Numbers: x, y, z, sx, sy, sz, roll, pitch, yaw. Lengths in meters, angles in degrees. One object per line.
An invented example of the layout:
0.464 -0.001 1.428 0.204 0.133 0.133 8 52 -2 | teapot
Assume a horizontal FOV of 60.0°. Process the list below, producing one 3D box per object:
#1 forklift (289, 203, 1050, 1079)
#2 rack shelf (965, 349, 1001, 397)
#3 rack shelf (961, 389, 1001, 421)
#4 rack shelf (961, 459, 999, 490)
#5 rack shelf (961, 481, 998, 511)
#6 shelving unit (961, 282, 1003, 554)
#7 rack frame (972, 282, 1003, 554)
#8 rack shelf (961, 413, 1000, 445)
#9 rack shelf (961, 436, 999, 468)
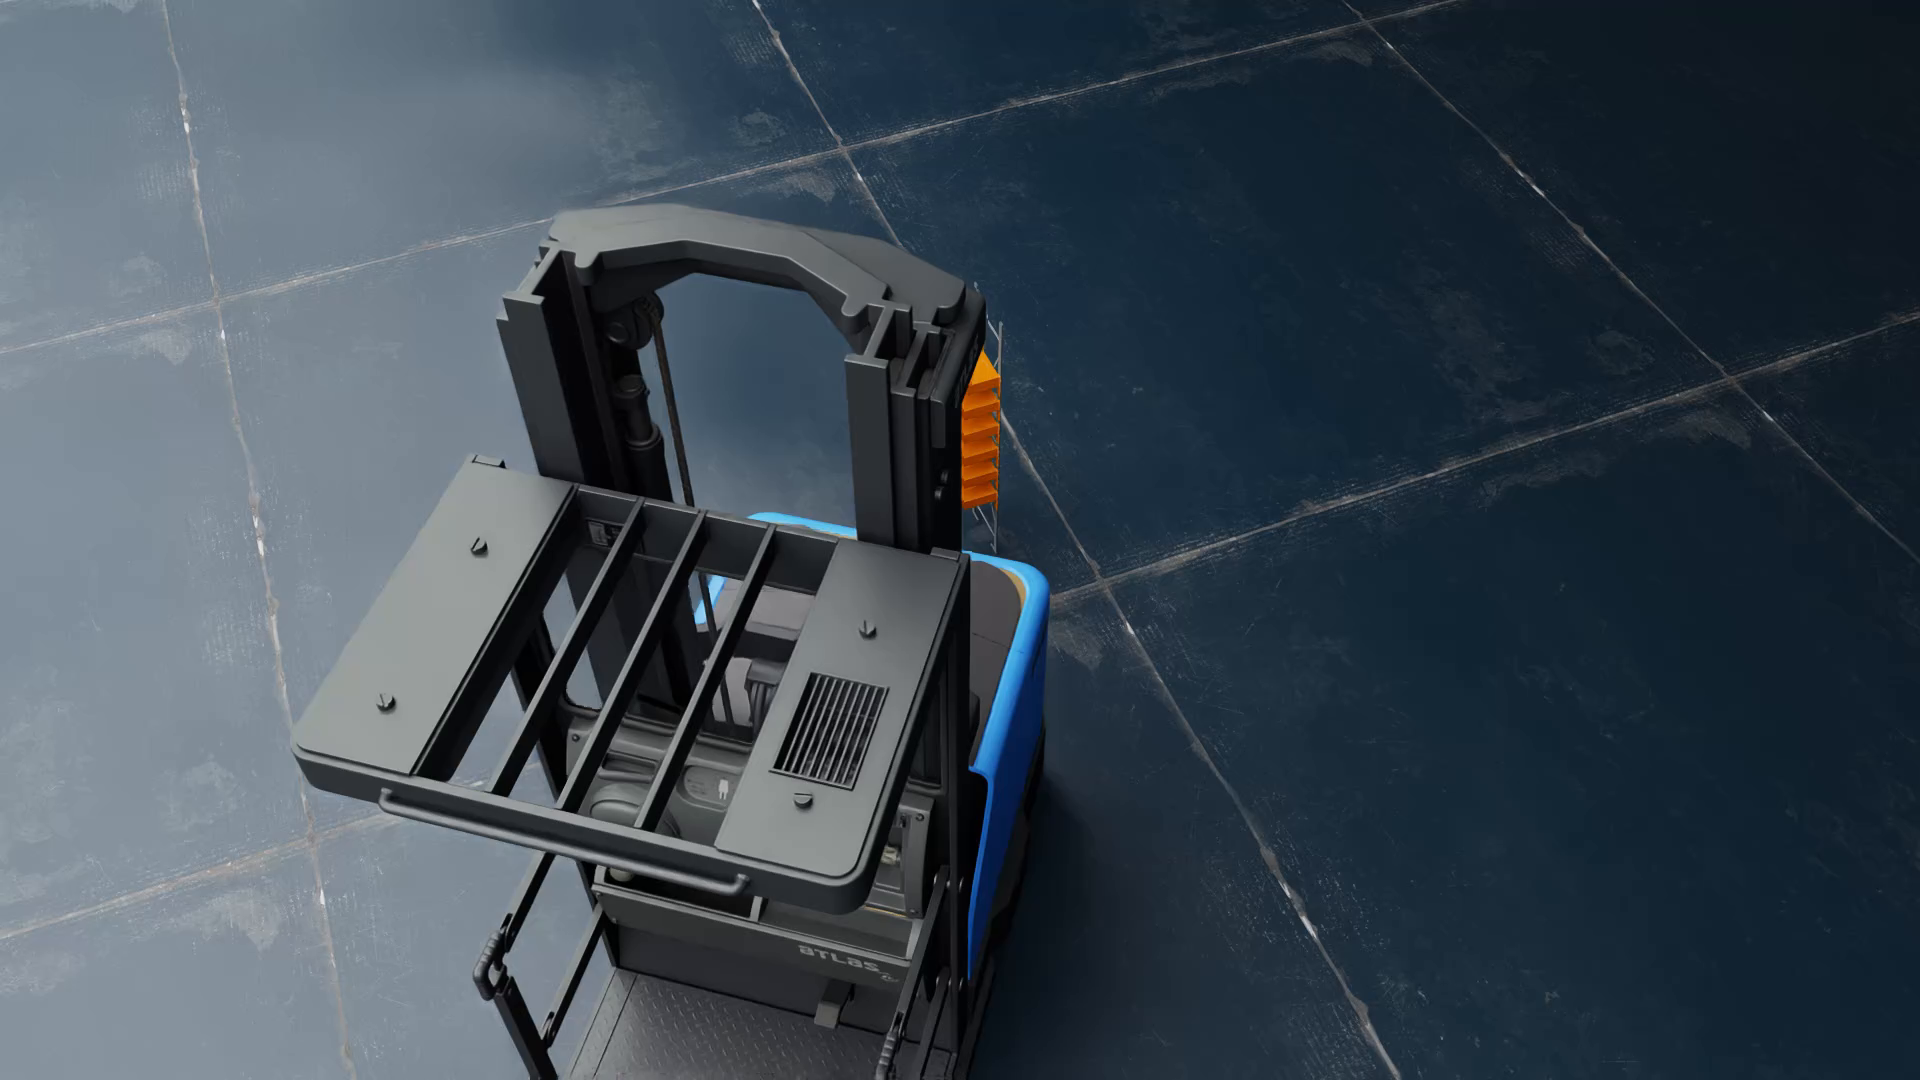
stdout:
-0.580 0.816 3.958 1.130 2.935 3.031 11 50 10 | forklift
0.013 -0.601 5.900 0.180 0.103 0.258 -17 52 -14 | rack shelf
0.013 -0.522 5.991 0.180 0.103 0.258 -17 52 -14 | rack shelf
0.013 -0.288 6.264 0.180 0.103 0.258 -17 52 -14 | rack shelf
0.013 -0.210 6.355 0.180 0.103 0.258 -17 52 -14 | rack shelf
0.013 -0.395 6.139 0.189 1.200 0.258 -17 52 -14 | shelving unit
0.098 -0.421 6.162 0.006 1.200 0.240 -17 52 -14 | rack frame
0.013 -0.444 6.082 0.180 0.103 0.258 -17 52 -14 | rack shelf
0.013 -0.366 6.173 0.180 0.103 0.258 -17 52 -14 | rack shelf
